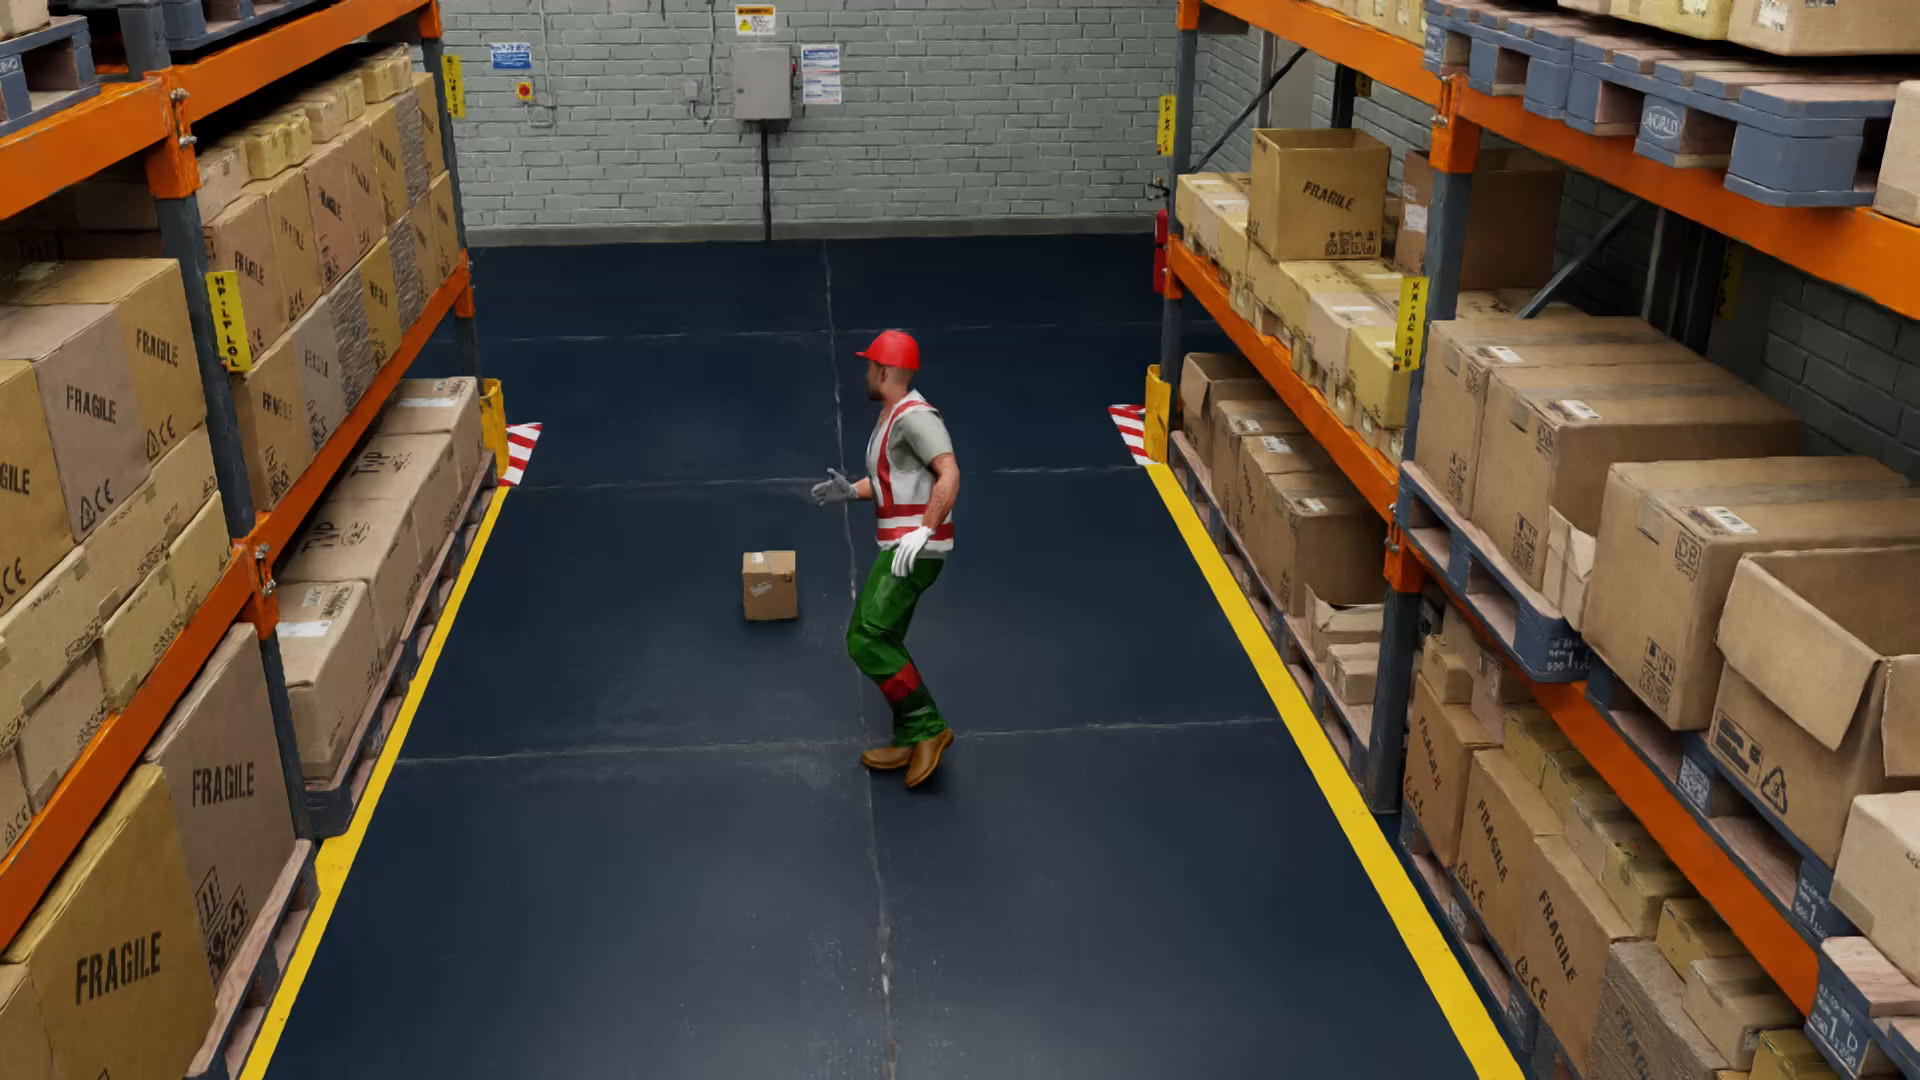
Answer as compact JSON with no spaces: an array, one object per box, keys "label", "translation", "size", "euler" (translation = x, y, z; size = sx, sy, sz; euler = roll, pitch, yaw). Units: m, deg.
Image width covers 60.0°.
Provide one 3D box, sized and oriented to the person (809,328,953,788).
[{"label":"person","translation":[-0.304,0.061,6.577],"size":[0.563,1.672,0.914],"euler":[-2,24,-6]}]
